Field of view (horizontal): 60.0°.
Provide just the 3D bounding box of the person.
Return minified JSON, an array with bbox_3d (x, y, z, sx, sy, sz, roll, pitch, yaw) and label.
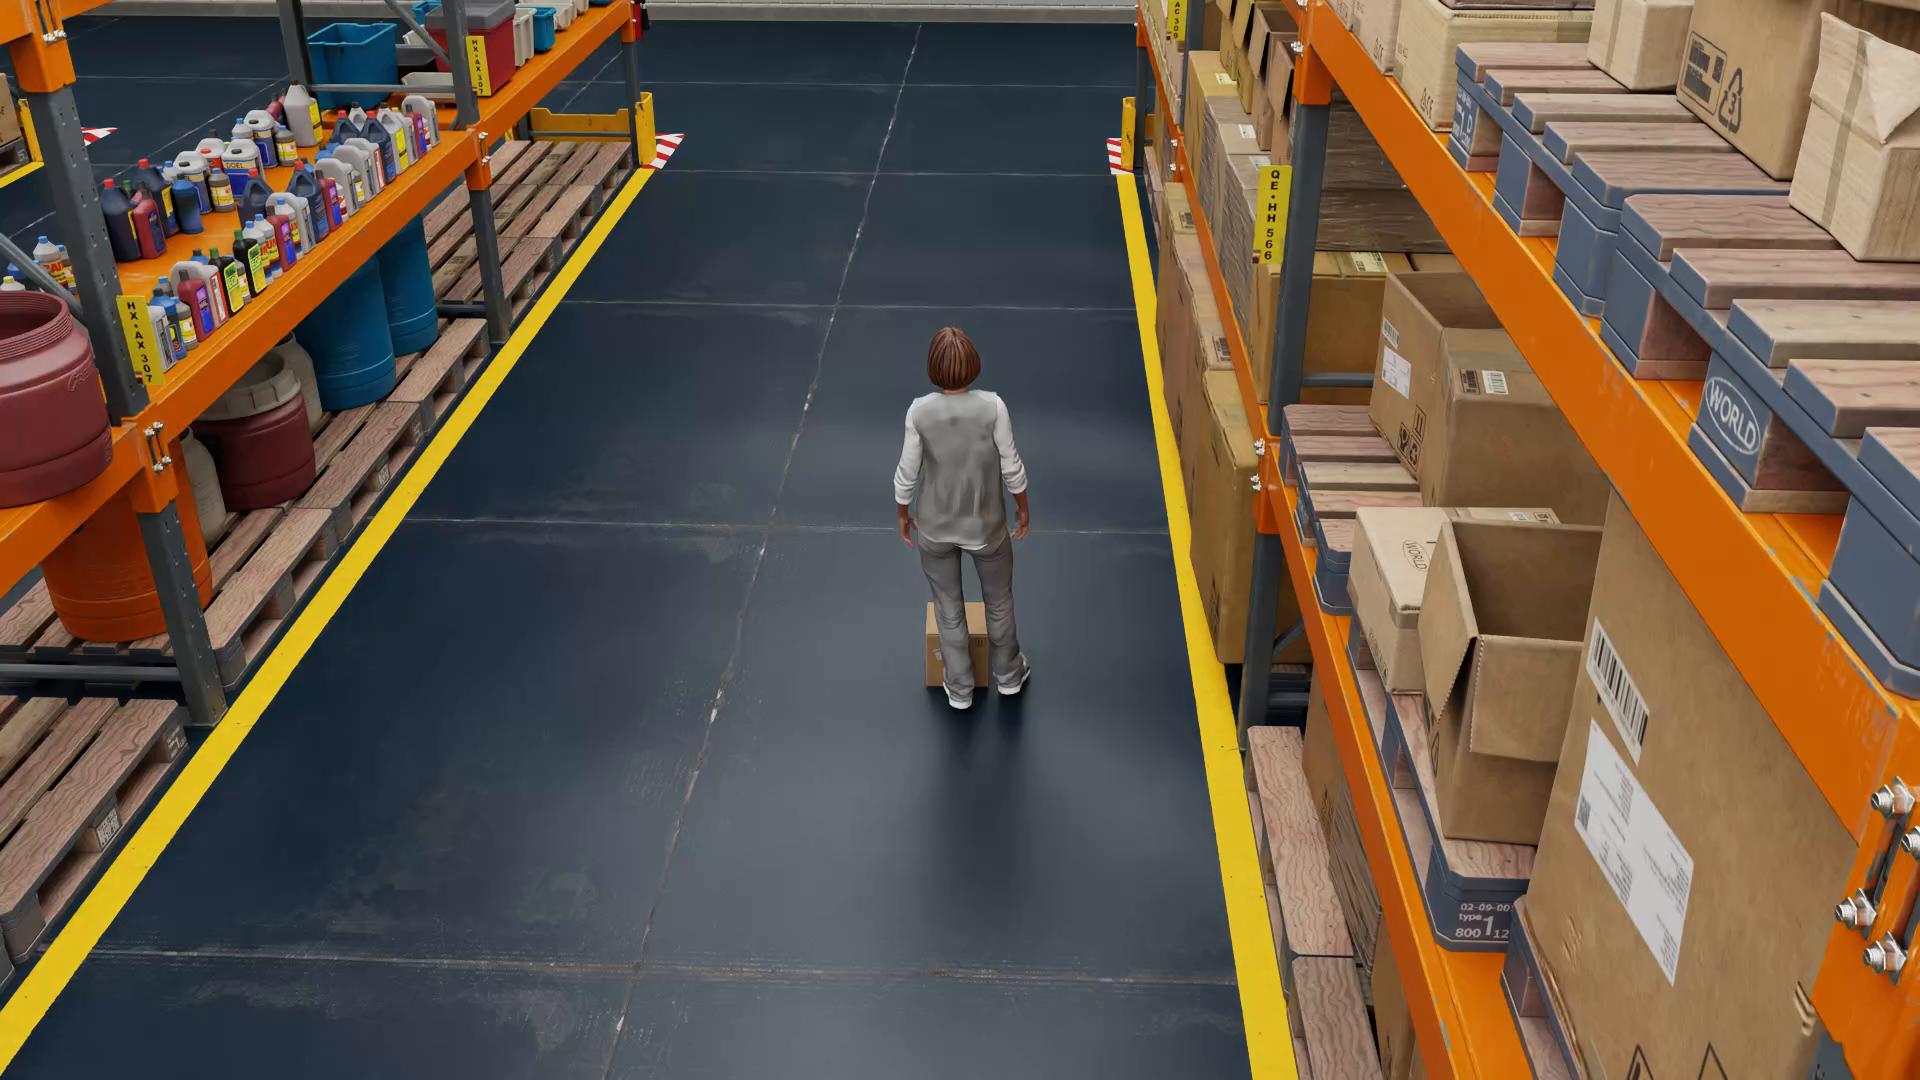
[{"bbox_3d":[0.020,-0.087,6.274,0.519,1.598,0.474,1,28,2],"label":"person"}]
